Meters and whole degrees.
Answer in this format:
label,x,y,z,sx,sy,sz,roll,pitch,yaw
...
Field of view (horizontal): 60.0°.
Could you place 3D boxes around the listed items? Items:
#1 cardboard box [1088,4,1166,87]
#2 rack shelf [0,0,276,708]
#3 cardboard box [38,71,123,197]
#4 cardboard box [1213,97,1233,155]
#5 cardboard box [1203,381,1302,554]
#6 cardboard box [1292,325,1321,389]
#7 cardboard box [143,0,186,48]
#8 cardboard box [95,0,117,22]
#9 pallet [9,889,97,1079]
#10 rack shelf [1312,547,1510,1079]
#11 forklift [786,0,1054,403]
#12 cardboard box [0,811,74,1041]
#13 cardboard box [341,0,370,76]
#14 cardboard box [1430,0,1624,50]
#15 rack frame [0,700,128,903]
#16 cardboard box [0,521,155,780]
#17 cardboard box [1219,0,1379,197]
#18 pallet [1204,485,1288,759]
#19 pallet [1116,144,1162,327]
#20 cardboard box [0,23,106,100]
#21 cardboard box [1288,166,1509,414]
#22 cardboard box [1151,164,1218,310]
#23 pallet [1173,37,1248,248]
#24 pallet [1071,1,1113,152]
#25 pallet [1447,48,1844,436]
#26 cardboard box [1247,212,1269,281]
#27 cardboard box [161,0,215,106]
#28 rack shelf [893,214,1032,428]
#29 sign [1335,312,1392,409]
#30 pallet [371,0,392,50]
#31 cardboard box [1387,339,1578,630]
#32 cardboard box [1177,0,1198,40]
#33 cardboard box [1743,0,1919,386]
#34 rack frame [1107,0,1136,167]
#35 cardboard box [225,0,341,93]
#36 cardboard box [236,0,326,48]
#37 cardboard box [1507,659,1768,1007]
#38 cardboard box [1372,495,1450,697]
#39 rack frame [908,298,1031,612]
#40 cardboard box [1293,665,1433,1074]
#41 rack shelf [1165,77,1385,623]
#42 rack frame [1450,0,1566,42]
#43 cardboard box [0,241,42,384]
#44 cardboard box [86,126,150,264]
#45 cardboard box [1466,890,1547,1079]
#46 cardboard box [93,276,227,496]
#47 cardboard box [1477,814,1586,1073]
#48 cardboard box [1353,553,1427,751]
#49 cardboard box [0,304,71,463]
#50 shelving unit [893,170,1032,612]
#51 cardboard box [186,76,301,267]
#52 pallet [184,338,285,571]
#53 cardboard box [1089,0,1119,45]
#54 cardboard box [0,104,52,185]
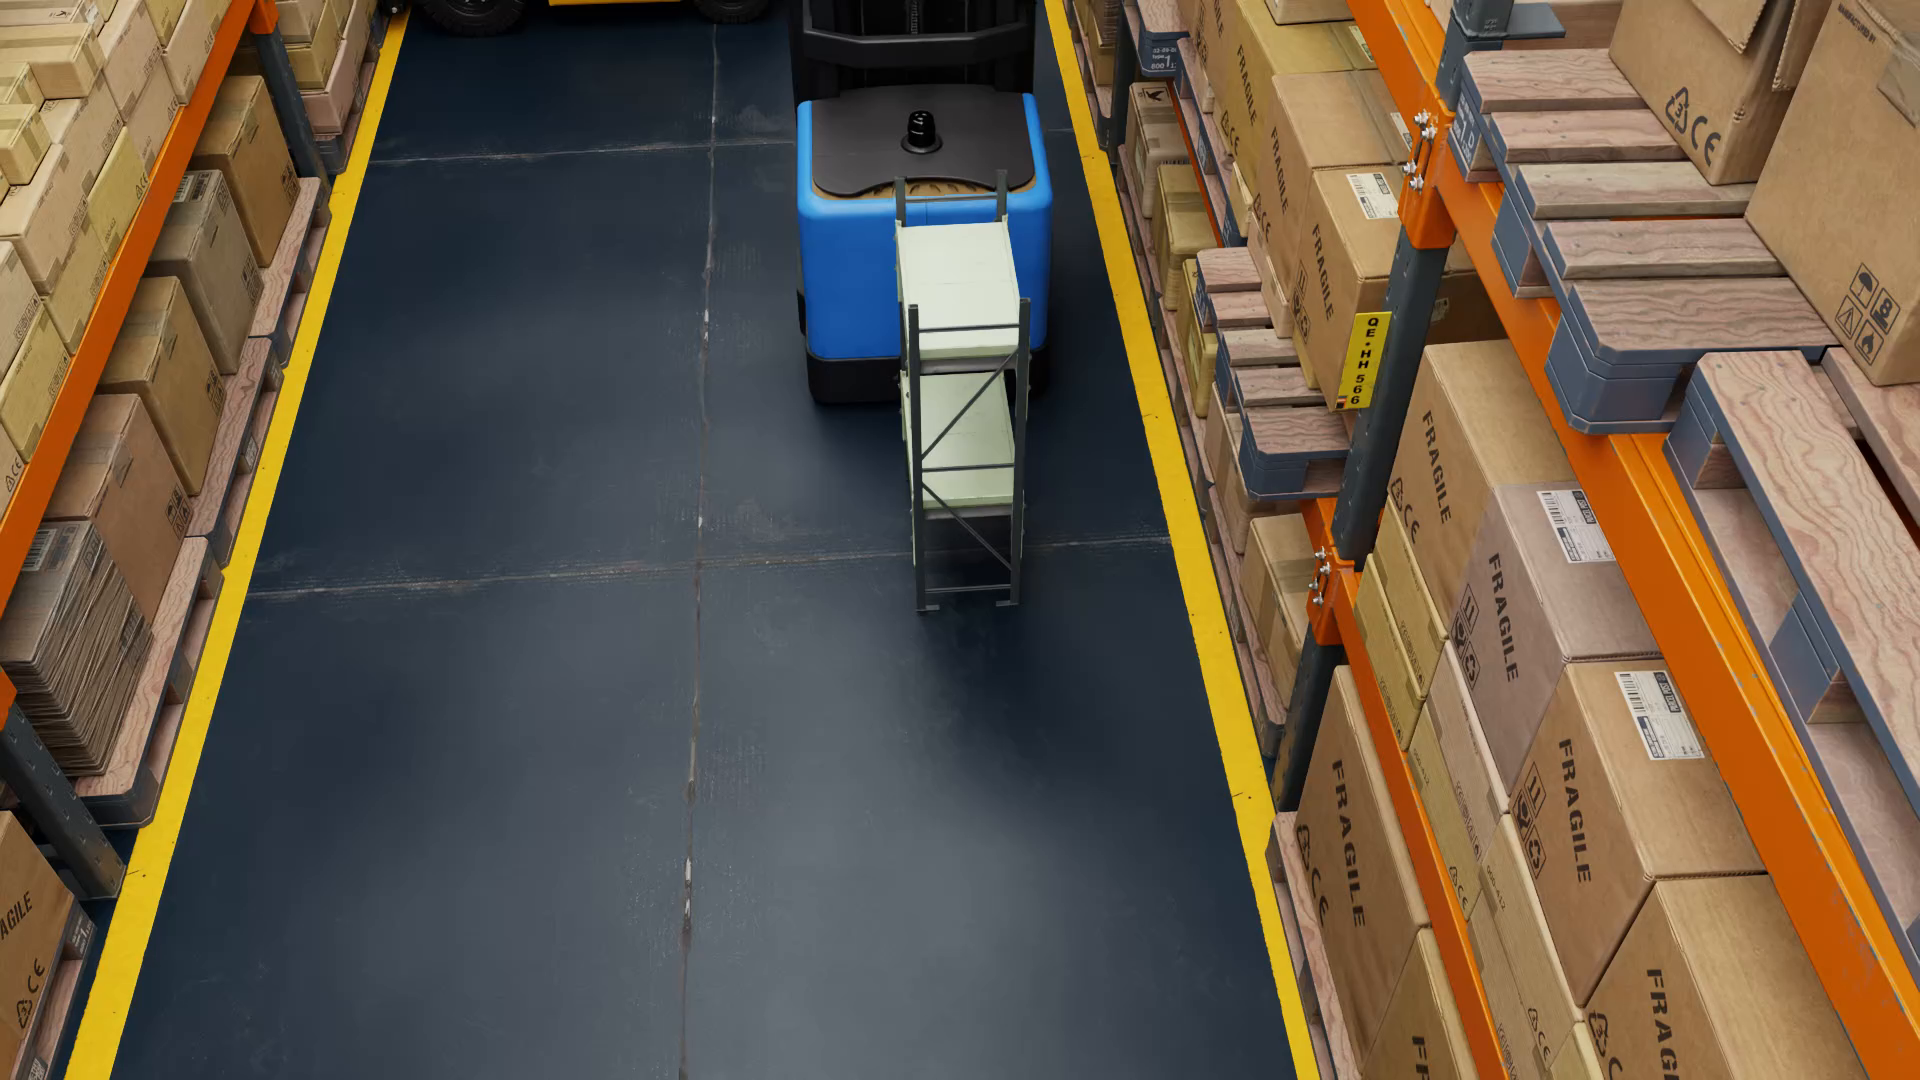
label,x,y,z,sx,sy,sz,roll,pitch,yaw
cardboard box,0.953,-2.644,8.792,0.500,0.250,0.500,-2,47,-1
rack shelf,-3.508,-1.034,6.159,1.077,0.370,4.000,-3,47,-3
cardboard box,-3.269,-1.401,5.770,0.500,0.250,0.500,-3,47,-3
cardboard box,1.135,-1.536,6.023,0.380,0.149,0.250,-5,47,-5
cardboard box,1.498,-0.323,6.510,0.950,0.372,0.625,-4,47,-4
cardboard box,1.249,-0.610,5.145,0.380,0.149,0.250,-3,47,-3
cardboard box,-3.329,-2.138,6.468,0.500,0.250,0.500,-5,47,-4
cardboard box,-3.304,-2.011,6.073,0.380,0.149,0.250,-4,47,-4
pallet,-3.316,1.667,5.026,1.003,0.211,1.213,-3,47,-3
rack shelf,1.773,1.555,3.707,1.077,0.370,4.000,-3,47,-3
forklift,-0.229,-2.668,7.259,1.130,2.935,3.031,-3,47,-3
cardboard box,-3.091,1.173,5.005,0.500,0.500,0.500,-2,47,-2
cardboard box,-3.444,-2.664,8.812,0.500,0.250,0.500,-4,47,-4
cardboard box,1.370,-1.299,4.022,0.380,0.149,0.250,-3,47,-3
rack frame,-3.340,0.165,4.528,1.000,3.000,0.127,-3,47,-3
cardboard box,-3.379,0.385,5.665,0.875,0.625,0.625,-2,47,-2
cardboard box,1.193,-1.471,5.514,0.500,0.500,0.500,-6,47,-6
pallet,1.542,0.254,6.364,1.003,0.211,1.213,-3,47,-3
pallet,1.337,-1.511,8.036,1.003,0.211,1.213,-3,47,-3
cardboard box,-3.189,-1.643,5.724,0.380,0.149,0.250,-5,47,-4
cardboard box,1.291,-0.732,4.815,0.500,0.500,0.500,-5,47,-4
cardboard box,1.381,-1.375,7.507,0.950,0.372,0.625,-1,47,-1
pallet,1.399,-1.503,6.240,1.003,0.211,1.213,-3,47,-3
pallet,1.179,-2.558,9.027,1.003,0.211,1.213,-3,47,-3
pallet,1.712,-0.643,3.357,1.213,0.211,1.003,-2,47,-1
cardboard box,1.170,-0.972,5.488,0.380,0.149,0.250,-5,47,-5
cardboard box,-3.325,-1.965,6.648,0.500,0.250,0.500,-4,47,-4
rack shelf,-0.001,-0.789,5.927,0.431,0.370,0.720,-3,47,-3
sign,1.066,-0.470,4.387,0.100,0.325,0.005,-3,47,-3
pallet,-3.805,-3.233,9.666,1.003,0.211,1.213,-3,47,-3
cardboard box,1.403,-0.146,4.065,0.500,0.500,0.500,-5,47,-5
cardboard box,1.094,-2.237,6.239,0.500,0.500,0.500,-4,47,-4
cardboard box,1.878,-0.645,2.871,0.700,0.500,0.500,-6,47,-5
rack frame,1.271,-3.033,7.557,1.000,3.000,0.127,-3,47,-3
cardboard box,-3.408,-2.468,8.282,0.500,0.250,0.500,-4,47,-3
cardboard box,-3.403,-2.641,8.101,0.500,0.250,0.500,-4,47,-4
cardboard box,1.482,0.588,3.370,0.500,0.500,0.500,-2,47,-2
cardboard box,1.402,0.122,4.327,0.500,0.250,0.500,-4,47,-4
rack frame,0.030,-0.256,5.959,0.400,1.500,0.023,-3,47,-3
cardboard box,1.581,0.952,4.957,0.875,0.875,0.875,-4,47,-4
rack shelf,1.438,-1.339,6.448,1.077,0.370,4.000,-3,47,-3
rack frame,1.606,-2.202,2.638,1.000,3.000,0.127,-3,47,-3
cardboard box,-3.175,-0.653,5.062,0.500,0.250,0.500,-2,47,-2
cardboard box,-3.263,-1.231,5.953,0.500,0.250,0.500,-2,47,-2
cardboard box,1.495,1.032,3.810,0.500,0.250,0.500,-2,47,-2
cardboard box,-3.498,-0.574,6.574,0.875,0.625,0.625,-5,47,-5
cardboard box,1.473,0.857,3.631,0.500,0.250,0.500,-4,47,-3
cardboard box,1.396,0.282,4.521,0.500,0.250,0.500,-4,47,-4
cardboard box,-3.171,-0.483,5.245,0.500,0.250,0.500,-4,47,-4
shelving unit,-0.001,-0.521,6.210,0.431,1.500,0.755,-3,47,-3
cardboard box,-3.620,-1.680,7.621,0.875,0.625,0.625,-2,47,-2
pallet,-3.469,-0.355,6.940,1.003,0.211,1.213,-3,47,-3
cardboard box,0.954,-2.902,8.520,0.500,0.500,0.500,-4,47,-4
cardboard box,-3.192,-1.274,5.375,0.380,0.149,0.250,-3,47,-2
